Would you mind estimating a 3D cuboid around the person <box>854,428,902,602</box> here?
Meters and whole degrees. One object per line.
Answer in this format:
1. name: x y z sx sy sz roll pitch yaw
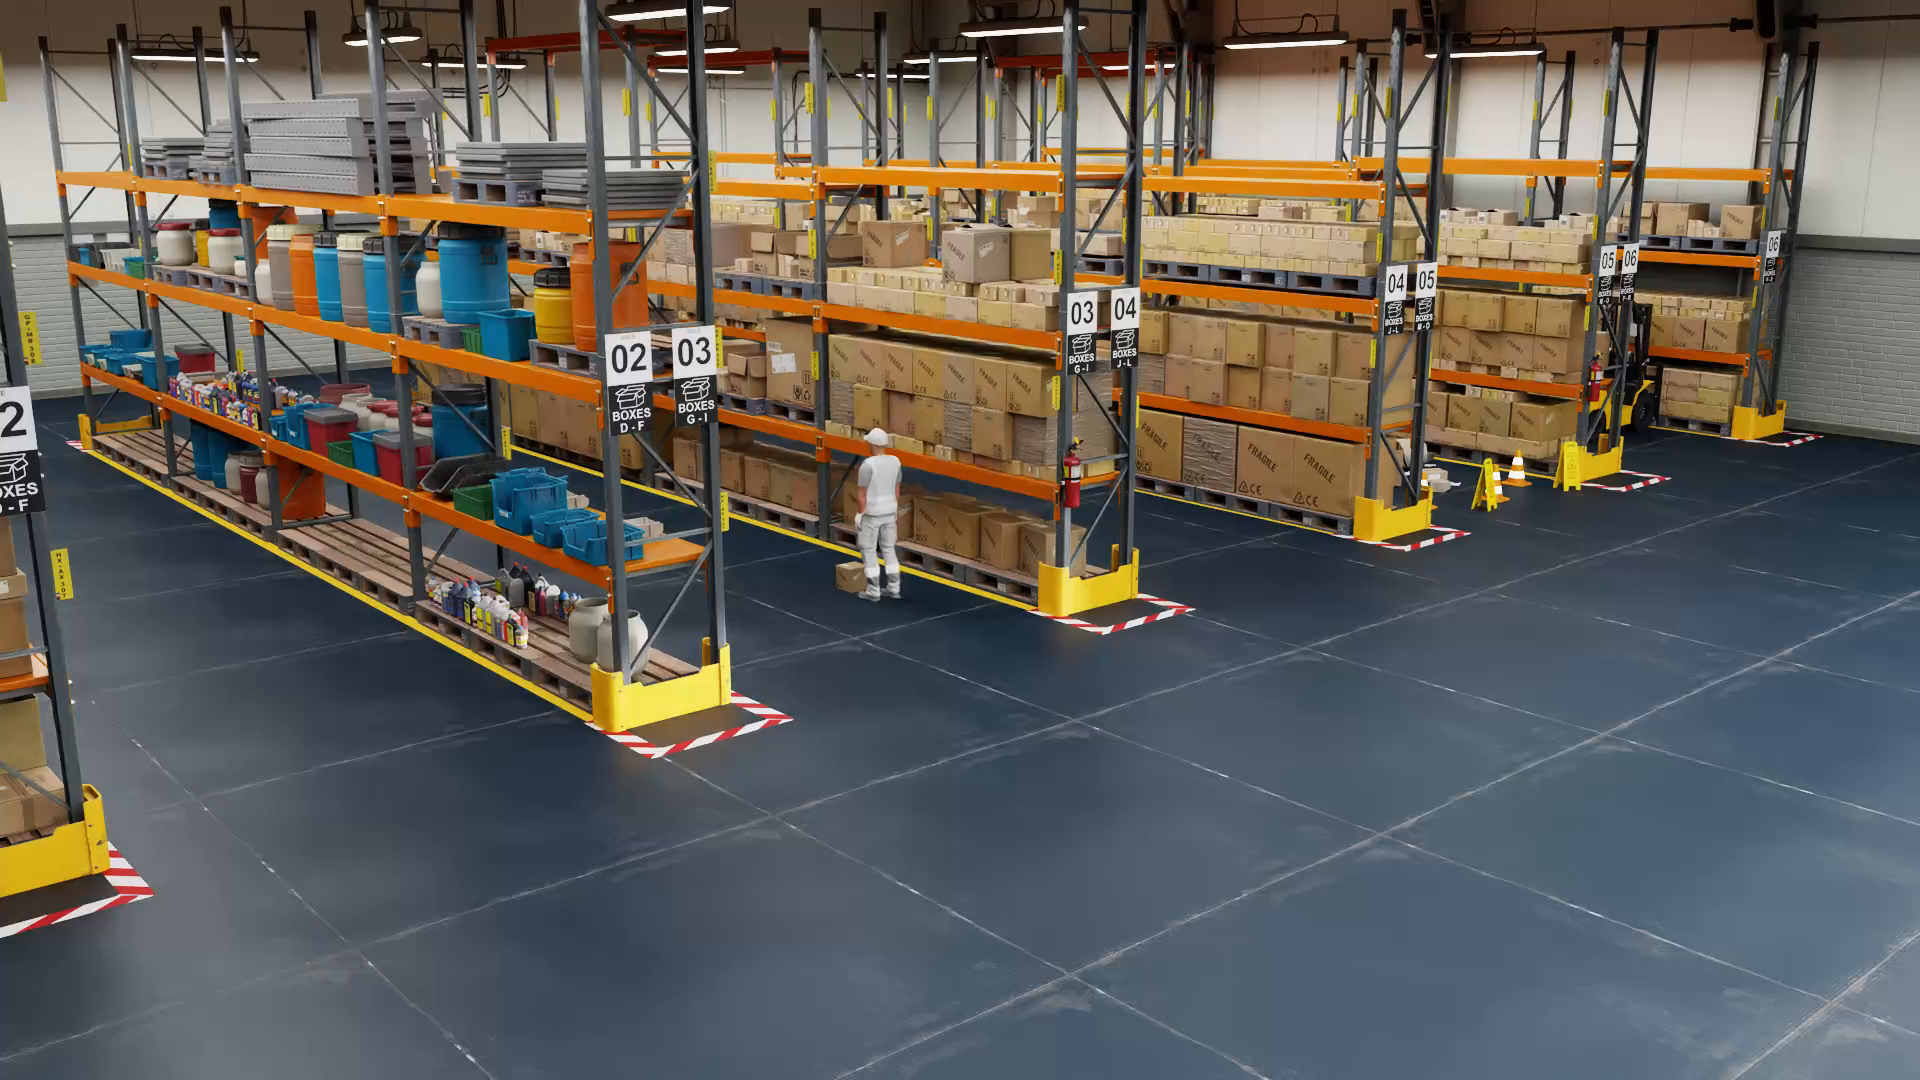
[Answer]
1. person: -0.848 -0.266 17.027 0.523 1.786 0.342 -11 18 -38
